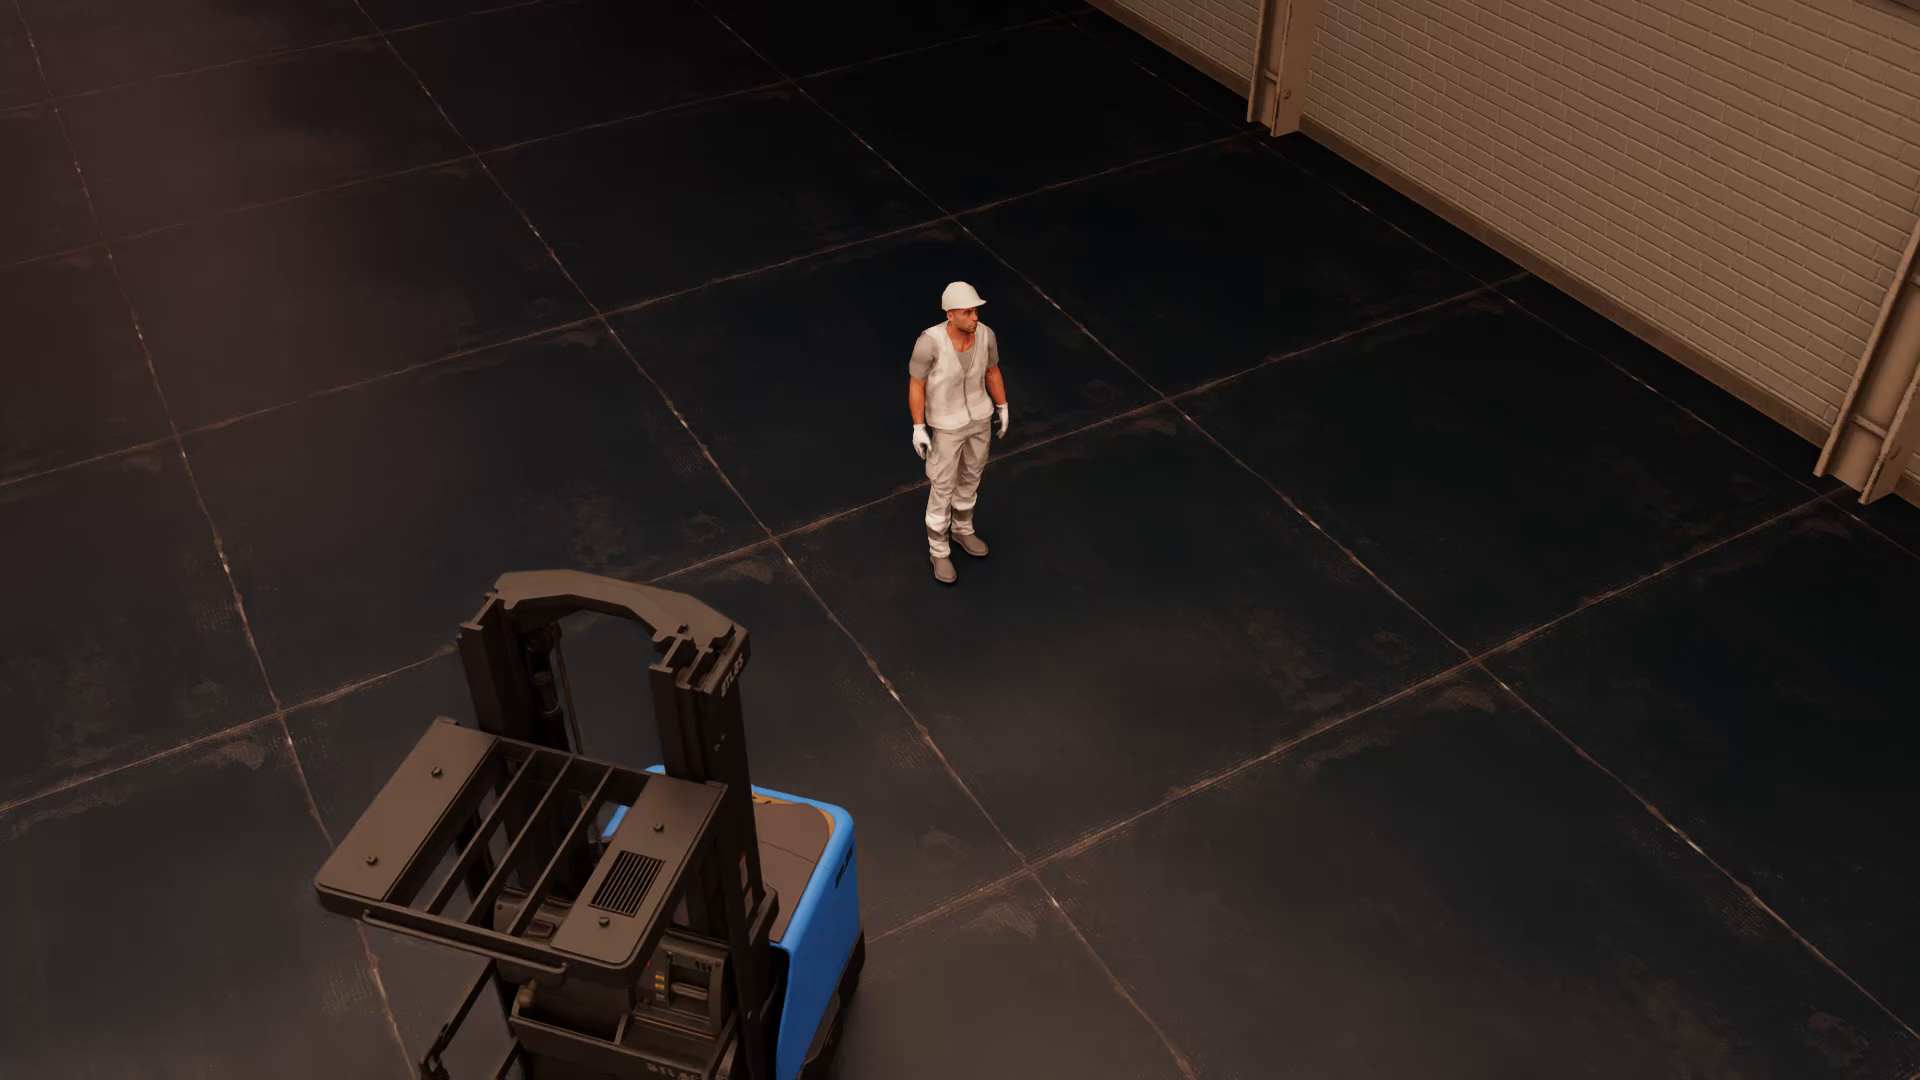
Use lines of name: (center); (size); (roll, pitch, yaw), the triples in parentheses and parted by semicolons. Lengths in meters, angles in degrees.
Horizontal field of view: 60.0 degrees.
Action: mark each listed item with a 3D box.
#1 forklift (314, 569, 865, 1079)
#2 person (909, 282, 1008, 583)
forklift: (-1.366, 1.679, 6.011); (1.130, 2.935, 3.031); (11, 41, 13)
person: (0.030, -0.646, 9.697); (0.637, 1.790, 0.562); (-20, 44, -23)
